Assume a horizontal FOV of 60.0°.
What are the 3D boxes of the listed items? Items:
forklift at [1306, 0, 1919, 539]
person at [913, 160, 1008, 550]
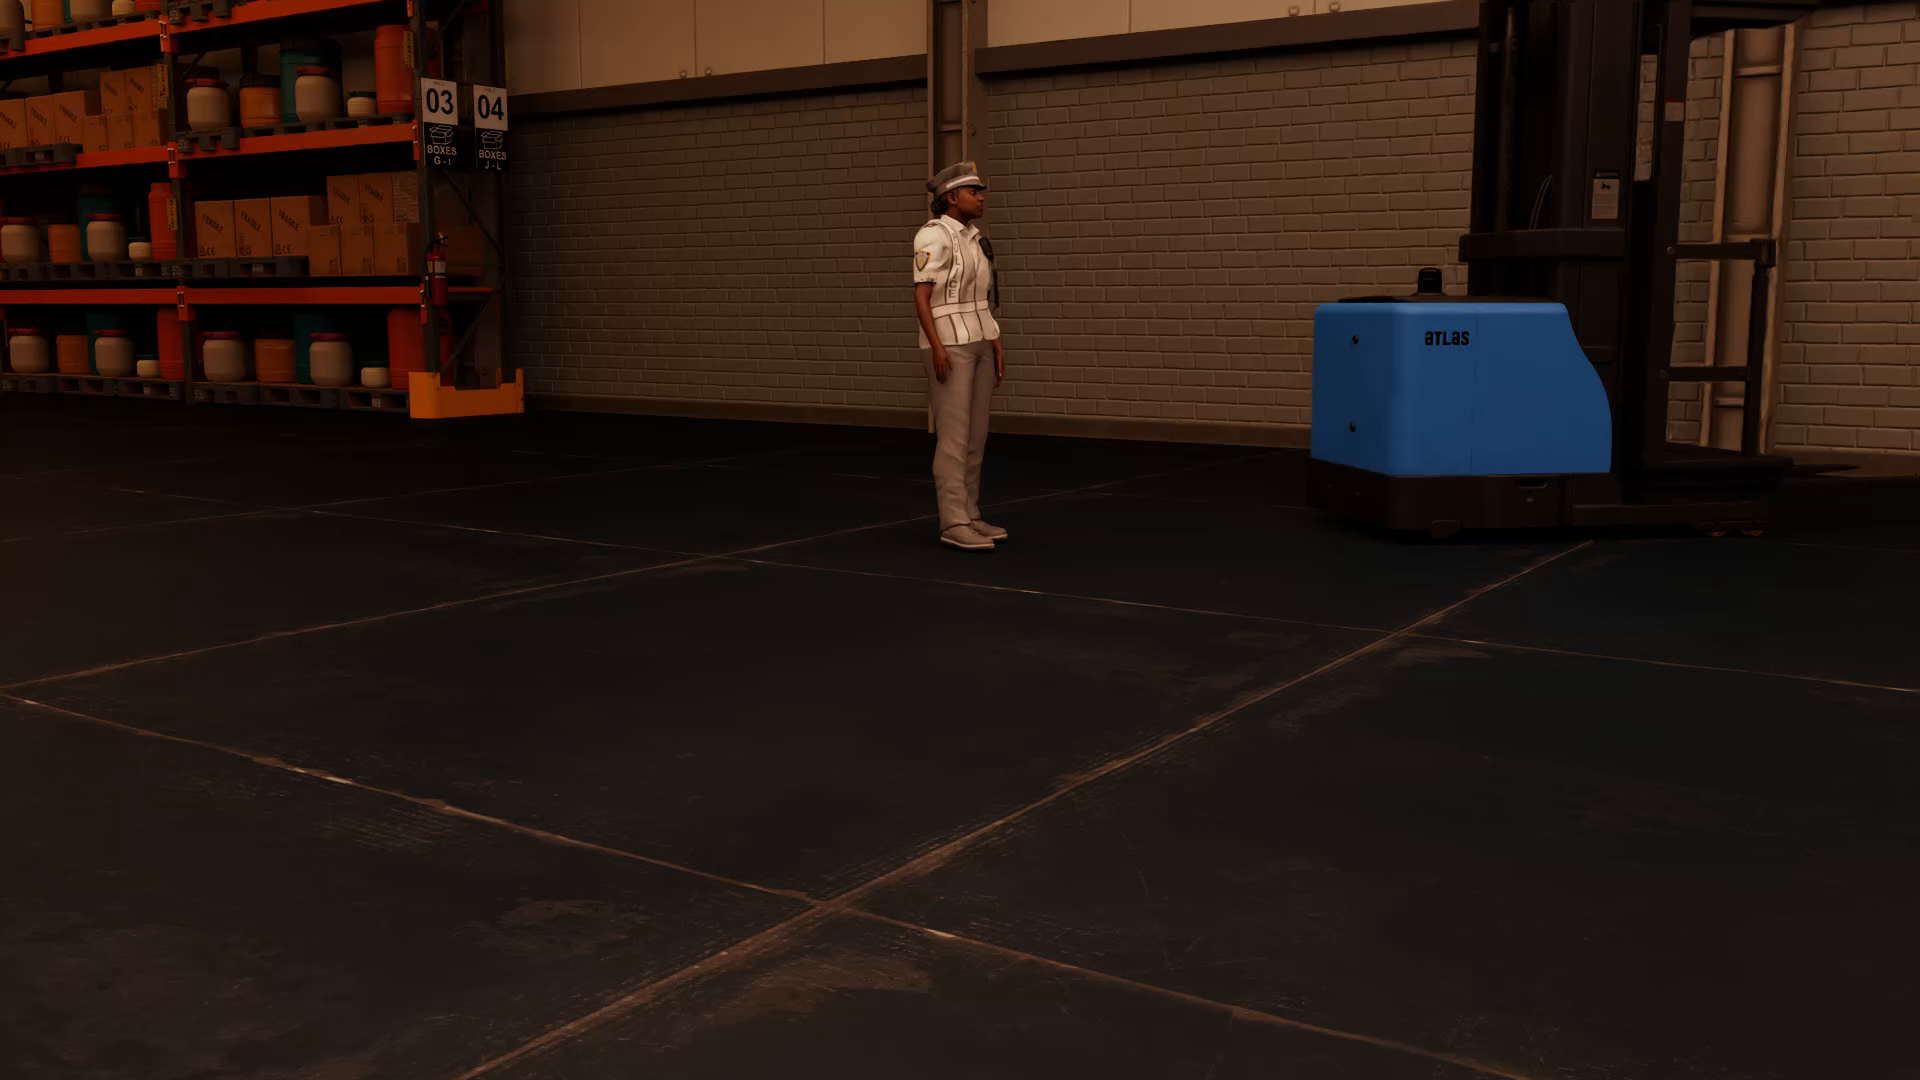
[{"bbox_3d":[3.299,-1.534,7.982,3.031,2.935,1.130,-2,8,-11],"label":"forklift"},{"bbox_3d":[0.051,-0.837,7.426,0.529,1.691,0.569,5,10,34],"label":"person"}]
